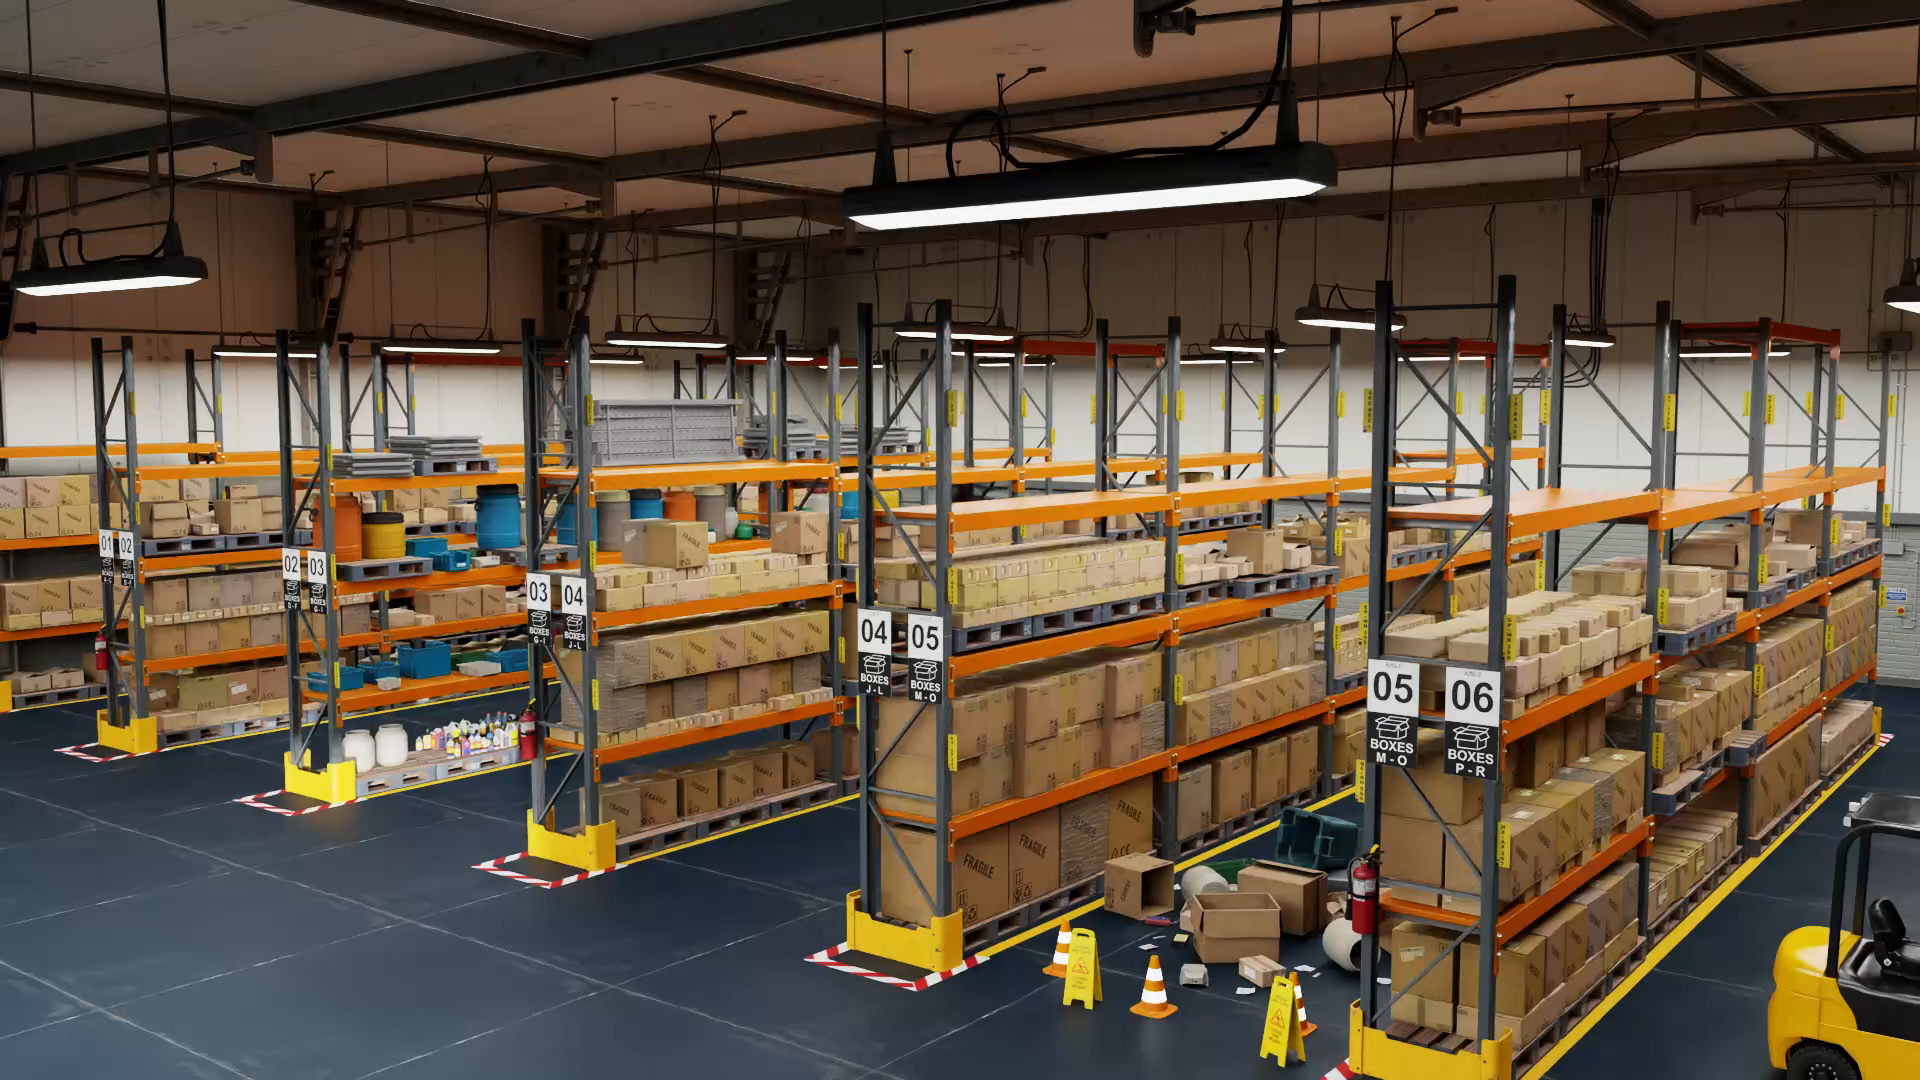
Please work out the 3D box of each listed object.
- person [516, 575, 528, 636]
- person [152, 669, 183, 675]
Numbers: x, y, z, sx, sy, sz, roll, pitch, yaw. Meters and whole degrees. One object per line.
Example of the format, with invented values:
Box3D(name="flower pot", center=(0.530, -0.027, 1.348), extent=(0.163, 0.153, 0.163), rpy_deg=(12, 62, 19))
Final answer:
Box3D(name="person", center=(-8.545, 1.534, 33.025), extent=(0.440, 1.498, 0.466), rpy_deg=(3, 6, 34))
Box3D(name="person", center=(-12.655, 2.075, 26.427), extent=(0.546, 1.757, 0.387), rpy_deg=(-3, 6, -29))
